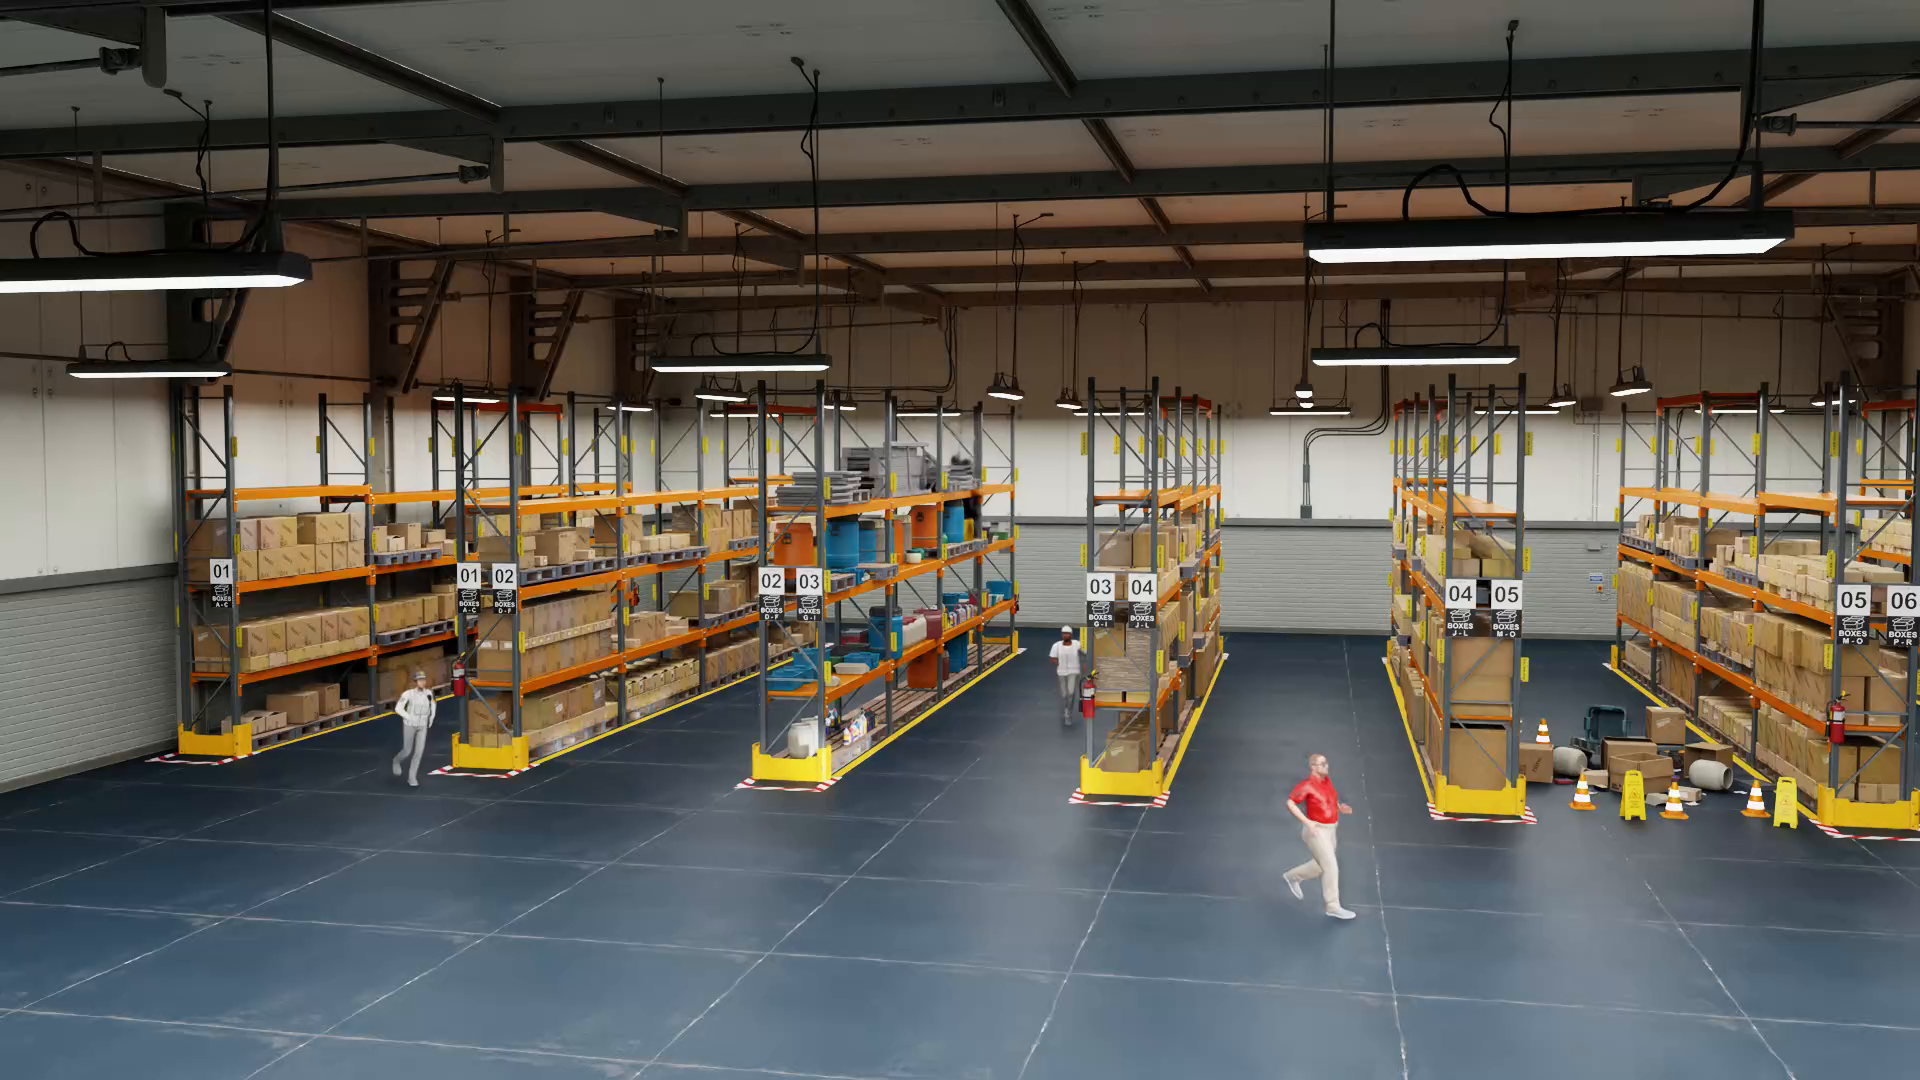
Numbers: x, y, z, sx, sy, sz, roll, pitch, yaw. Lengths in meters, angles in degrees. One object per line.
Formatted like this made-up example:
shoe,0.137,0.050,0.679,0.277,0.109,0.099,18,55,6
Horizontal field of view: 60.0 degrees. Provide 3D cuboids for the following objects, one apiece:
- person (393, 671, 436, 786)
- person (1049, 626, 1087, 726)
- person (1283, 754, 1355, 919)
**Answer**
person,-8.109,2.787,24.857,0.642,1.673,0.737,-3,4,-38
person,1.970,2.456,30.142,0.707,1.802,0.757,1,3,16
person,3.841,3.143,17.847,0.920,1.697,0.674,3,4,40
